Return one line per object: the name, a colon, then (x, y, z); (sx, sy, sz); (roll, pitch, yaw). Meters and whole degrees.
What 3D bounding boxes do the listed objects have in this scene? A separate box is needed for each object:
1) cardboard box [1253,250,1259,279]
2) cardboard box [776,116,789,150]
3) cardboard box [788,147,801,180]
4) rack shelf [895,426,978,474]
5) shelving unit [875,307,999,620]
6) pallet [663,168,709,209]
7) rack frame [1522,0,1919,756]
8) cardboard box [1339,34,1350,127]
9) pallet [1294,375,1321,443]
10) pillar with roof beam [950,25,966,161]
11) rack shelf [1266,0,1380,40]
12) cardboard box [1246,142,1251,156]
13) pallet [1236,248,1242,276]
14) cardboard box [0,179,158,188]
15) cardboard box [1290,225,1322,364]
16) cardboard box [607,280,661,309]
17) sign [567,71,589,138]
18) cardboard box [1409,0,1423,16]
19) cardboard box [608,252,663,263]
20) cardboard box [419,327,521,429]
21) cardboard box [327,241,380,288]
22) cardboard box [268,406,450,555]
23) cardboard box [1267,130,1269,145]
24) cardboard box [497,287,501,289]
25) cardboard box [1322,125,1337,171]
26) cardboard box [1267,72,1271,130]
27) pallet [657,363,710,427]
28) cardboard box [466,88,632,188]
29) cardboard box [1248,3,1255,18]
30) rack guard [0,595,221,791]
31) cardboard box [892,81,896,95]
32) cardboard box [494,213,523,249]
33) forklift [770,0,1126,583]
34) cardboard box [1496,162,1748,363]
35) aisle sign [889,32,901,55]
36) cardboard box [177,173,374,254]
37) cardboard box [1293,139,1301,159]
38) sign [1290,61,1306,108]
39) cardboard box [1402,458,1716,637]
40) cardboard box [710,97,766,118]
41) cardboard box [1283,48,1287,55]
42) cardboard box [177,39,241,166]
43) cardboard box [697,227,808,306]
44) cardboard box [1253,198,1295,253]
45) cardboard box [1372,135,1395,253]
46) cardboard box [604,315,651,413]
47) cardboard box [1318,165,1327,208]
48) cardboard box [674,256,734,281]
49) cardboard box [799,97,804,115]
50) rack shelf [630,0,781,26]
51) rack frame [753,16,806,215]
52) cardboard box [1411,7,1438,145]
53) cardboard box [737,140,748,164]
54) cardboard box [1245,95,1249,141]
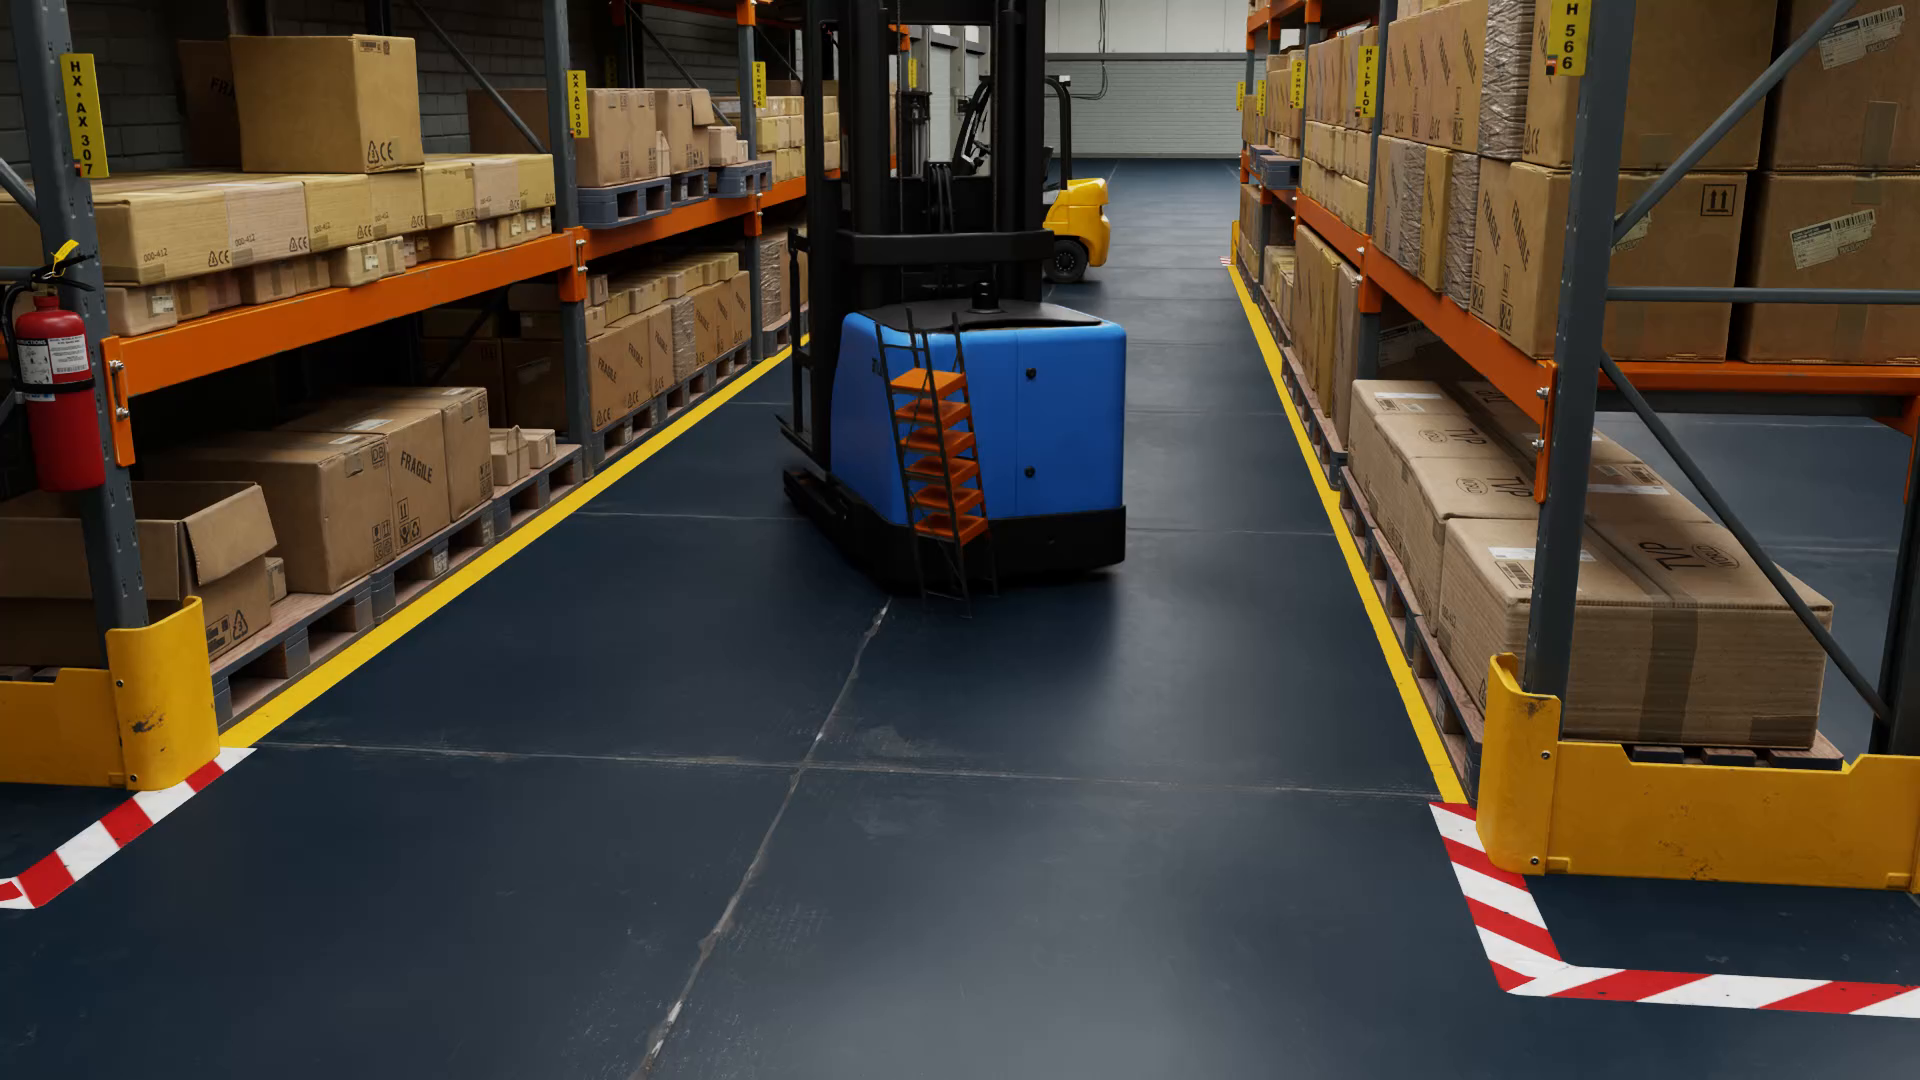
cardboard box: (3.174, -2.749, 16.545); (0.500, 0.250, 0.500); (2, 15, 9)
cardboard box: (-1.659, -3.227, 13.178); (0.500, 0.250, 0.500); (2, 15, 8)
cardboard box: (-1.603, -3.120, 13.740); (0.500, 0.250, 0.500); (1, 15, 4)
rack shelf: (-0.089, -0.349, 6.348); (0.258, 0.103, 0.180); (12, 32, 37)
shelving unit: (-0.079, -0.282, 6.380); (0.258, 1.200, 0.189); (12, 32, 37)
pallet: (-2.224, -2.223, 10.504); (1.003, 0.211, 1.213); (2, 15, 6)
rack frame: (2.021, -0.600, 4.135); (1.000, 3.000, 0.127); (2, 15, 6)
cardboard box: (2.401, -2.557, 9.265); (0.500, 0.500, 0.500); (2, 15, 8)
pallet: (2.619, -0.811, 10.257); (1.003, 0.211, 1.213); (2, 15, 6)
pillar with roof beam: (4.228, -12.179, 35.462); (9.100, 9.000, 0.400); (2, 15, 6)
rack shelf: (3.149, -4.294, 13.429); (1.077, 0.370, 4.000); (2, 15, 6)
cardboard box: (3.383, -4.350, 18.483); (0.380, 0.149, 0.250); (2, 15, 7)
pallet: (3.691, -3.174, 18.997); (1.003, 0.211, 1.213); (2, 15, 6)
cardboard box: (-3.064, -1.077, 5.617); (0.500, 0.250, 0.500); (2, 15, 6)
cardboard box: (2.763, -1.675, 11.377); (0.875, 0.875, 0.875); (2, 15, 6)
cardboard box: (-2.071, -1.518, 10.270); (0.380, 0.149, 0.250); (2, 15, 8)
sign: (-1.920, -2.187, 8.344); (0.100, 0.325, 0.005); (2, 15, 6)
cardboard box: (2.165, -2.340, 7.221); (0.380, 0.149, 0.250); (2, 15, 7)
cardboard box: (-2.378, -2.003, 12.066); (0.380, 0.149, 0.250); (2, 15, 9)
cardboard box: (-2.699, -0.915, 9.283); (0.500, 0.500, 0.500); (2, 15, 6)
cardboard box: (-2.407, -1.034, 6.220); (0.380, 0.149, 0.250); (1, 15, 5)
cardboard box: (-2.455, -0.252, 6.831); (0.500, 0.500, 0.500); (2, 15, 7)
cardboard box: (2.998, -3.660, 15.127); (0.380, 0.149, 0.250); (2, 15, 7)
cardboard box: (-2.575, -1.465, 10.073); (0.380, 0.149, 0.250); (2, 15, 8)
cardboard box: (2.422, -2.326, 9.846); (0.500, 0.250, 0.500); (2, 15, 7)
cardboard box: (2.981, -3.864, 14.639); (0.500, 0.500, 0.500); (2, 15, 6)
pallet: (-2.271, -0.966, 10.830); (1.003, 0.211, 1.213); (2, 15, 6)
cardboard box: (-2.184, -2.153, 8.880); (0.700, 0.500, 0.500); (2, 15, 8)
cardboard box: (3.466, -6.000, 18.840); (0.380, 0.149, 0.250); (2, 15, 6)
rack guard: (-2.903, 0.442, 5.071); (1.175, 0.500, 0.348); (2, 15, 6)
cardboard box: (-0.937, -5.167, 19.021); (0.380, 0.149, 0.250); (2, 15, 8)
cardboard box: (-2.259, -1.435, 7.704); (0.380, 0.149, 0.250); (2, 15, 8)
forklift: (-0.250, -1.580, 7.890); (1.130, 2.935, 3.031); (-5, 16, -18)
cardboard box: (1.812, -0.781, 4.613); (0.500, 0.500, 0.500); (2, 15, 7)
aisle sign: (-0.807, -6.158, 19.710); (0.394, 0.787, 0.004); (2, 15, 6)
cardboard box: (-2.482, -1.189, 6.028); (0.500, 0.250, 0.500); (1, 15, 5)
cardboard box: (2.685, -2.920, 12.391); (0.380, 0.149, 0.250); (2, 15, 7)
sign: (2.383, -3.209, 11.717); (0.100, 0.325, 0.005); (2, 15, 6)
cardboard box: (2.091, 0.022, 5.937); (0.875, 0.438, 0.875); (2, 15, 8)
cardboard box: (-1.681, -3.256, 12.521); (0.380, 0.149, 0.250); (2, 15, 8)
cardboard box: (3.921, -5.154, 18.301); (0.700, 0.500, 0.500); (2, 15, 7)
cardboard box: (-2.893, -1.838, 6.992); (0.500, 0.500, 0.500); (1, 15, 5)
cardboard box: (-1.783, -2.382, 14.470); (0.875, 0.625, 0.625); (1, 15, 4)
cardboard box: (3.175, -3.111, 16.448); (0.500, 0.500, 0.500); (1, 15, 5)
cardboard box: (2.159, -1.572, 7.537); (0.500, 0.500, 0.500); (2, 15, 8)
cardboard box: (-2.132, -1.036, 9.731); (0.500, 0.500, 0.500); (1, 15, 6)
cardboard box: (2.513, -2.213, 10.389); (0.500, 0.250, 0.500); (2, 15, 8)
cardboard box: (-1.813, -1.922, 11.765); (0.380, 0.149, 0.250); (1, 15, 3)
cardboard box: (-1.443, -3.721, 14.241); (0.380, 0.149, 0.250); (1, 15, 5)
rack shelf: (-1.783, -4.440, 13.966); (1.077, 0.370, 4.000); (2, 15, 6)
rack frame: (-1.558, -3.858, 16.182); (1.000, 3.000, 0.127); (2, 15, 6)
cardboard box: (2.045, -1.789, 6.423); (0.500, 0.500, 0.500); (2, 15, 7)
cardboard box: (-1.702, -2.720, 11.651); (0.380, 0.149, 0.250); (2, 15, 7)
cardboard box: (3.442, -4.693, 18.508); (0.500, 0.500, 0.500); (2, 15, 8)
